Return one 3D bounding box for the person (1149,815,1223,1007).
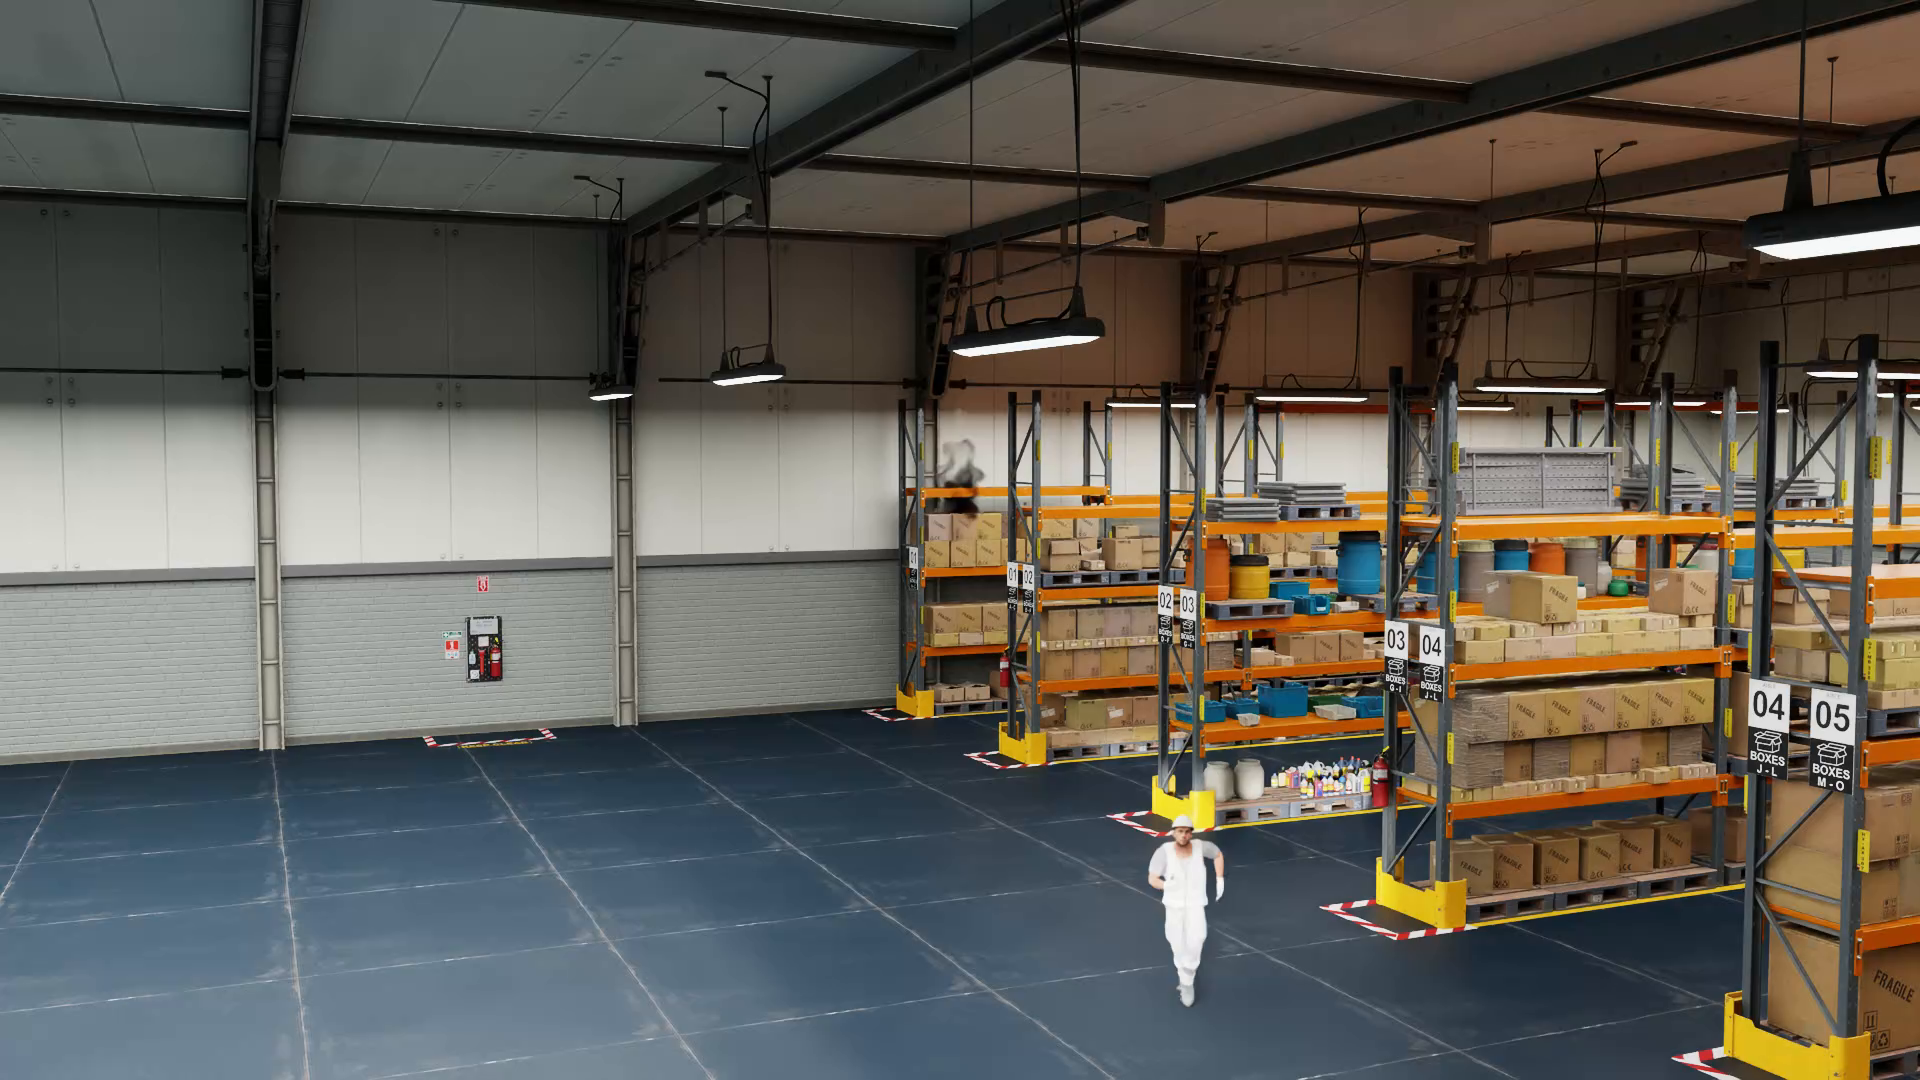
[{"bbox_3d":[2.075,3.373,15.248,0.689,1.760,0.818,0,3,6],"label":"person"}]
